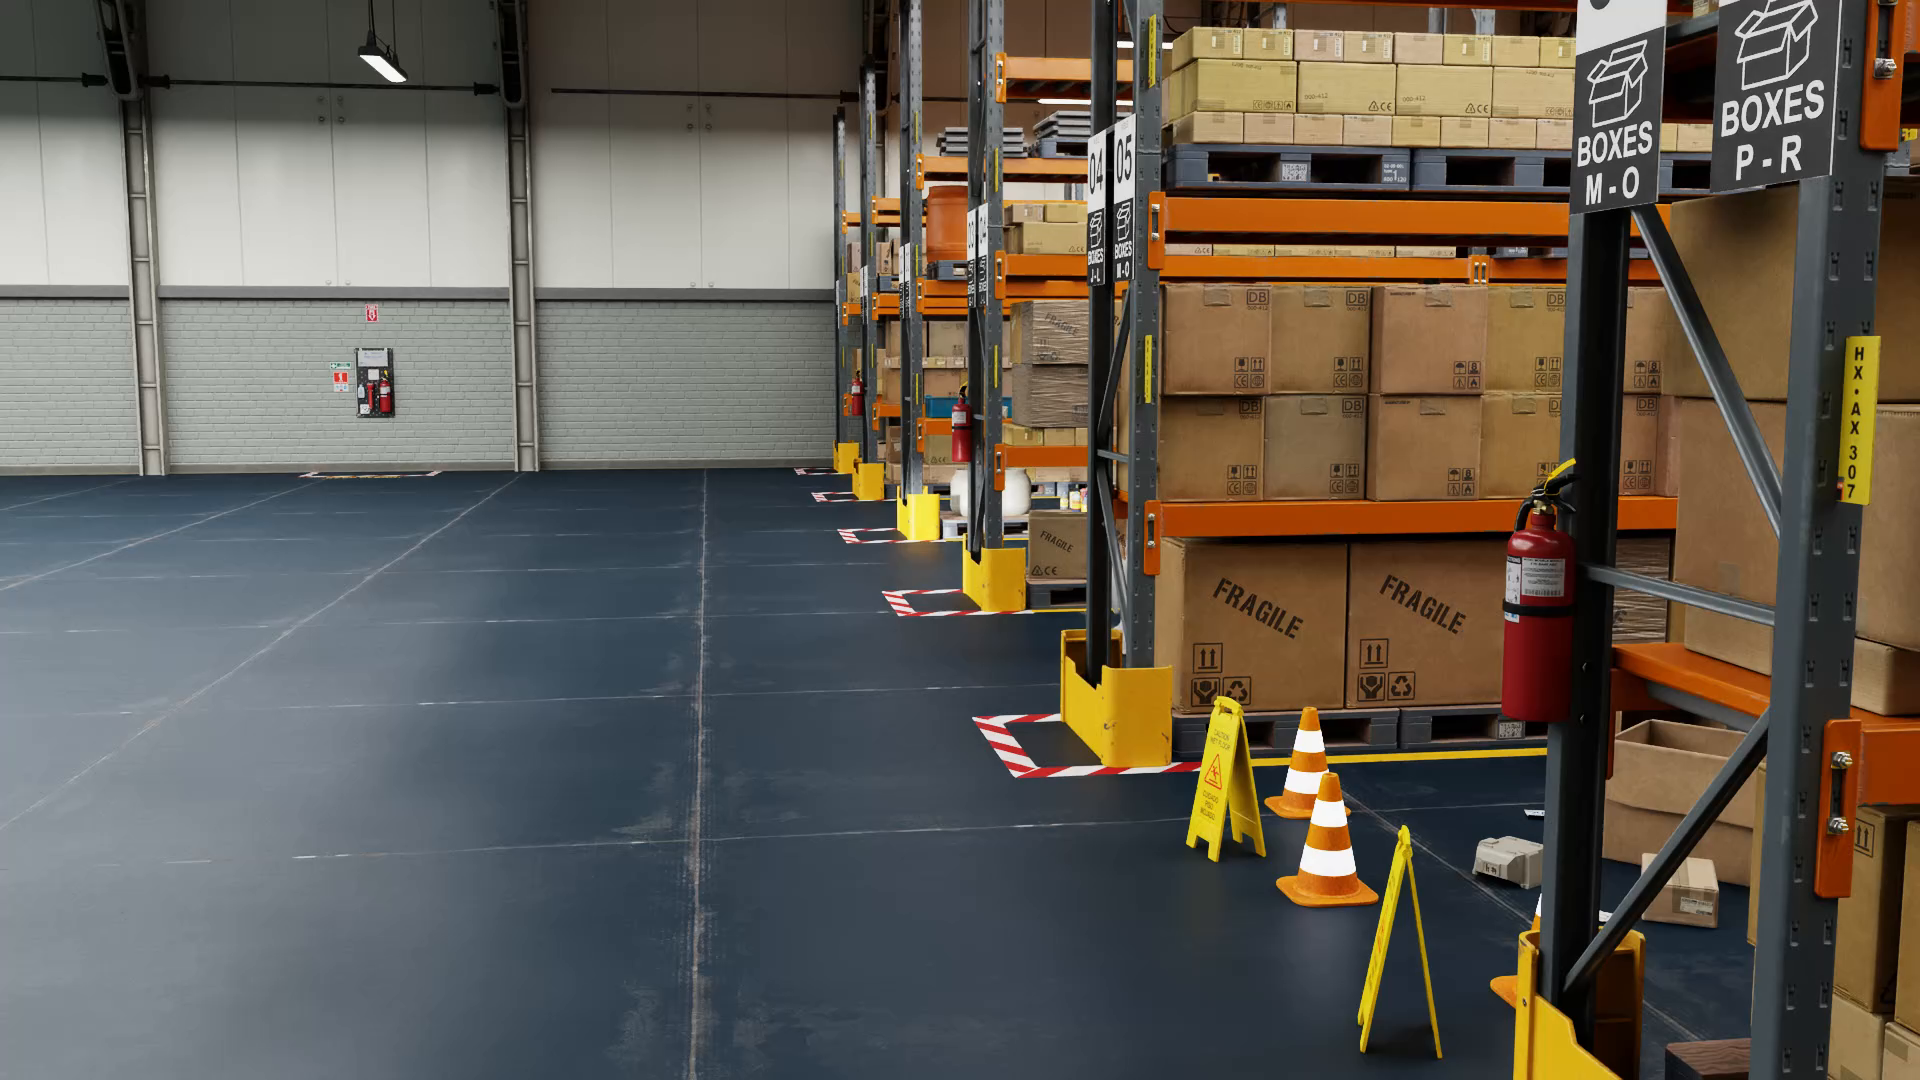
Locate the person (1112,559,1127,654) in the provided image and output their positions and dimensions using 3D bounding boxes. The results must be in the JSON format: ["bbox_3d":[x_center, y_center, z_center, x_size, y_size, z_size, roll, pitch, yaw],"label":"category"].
[{"bbox_3d":[1.343,0.384,11.444,0.807,0.806,0.479,-1,7,-9],"label":"person"}]
